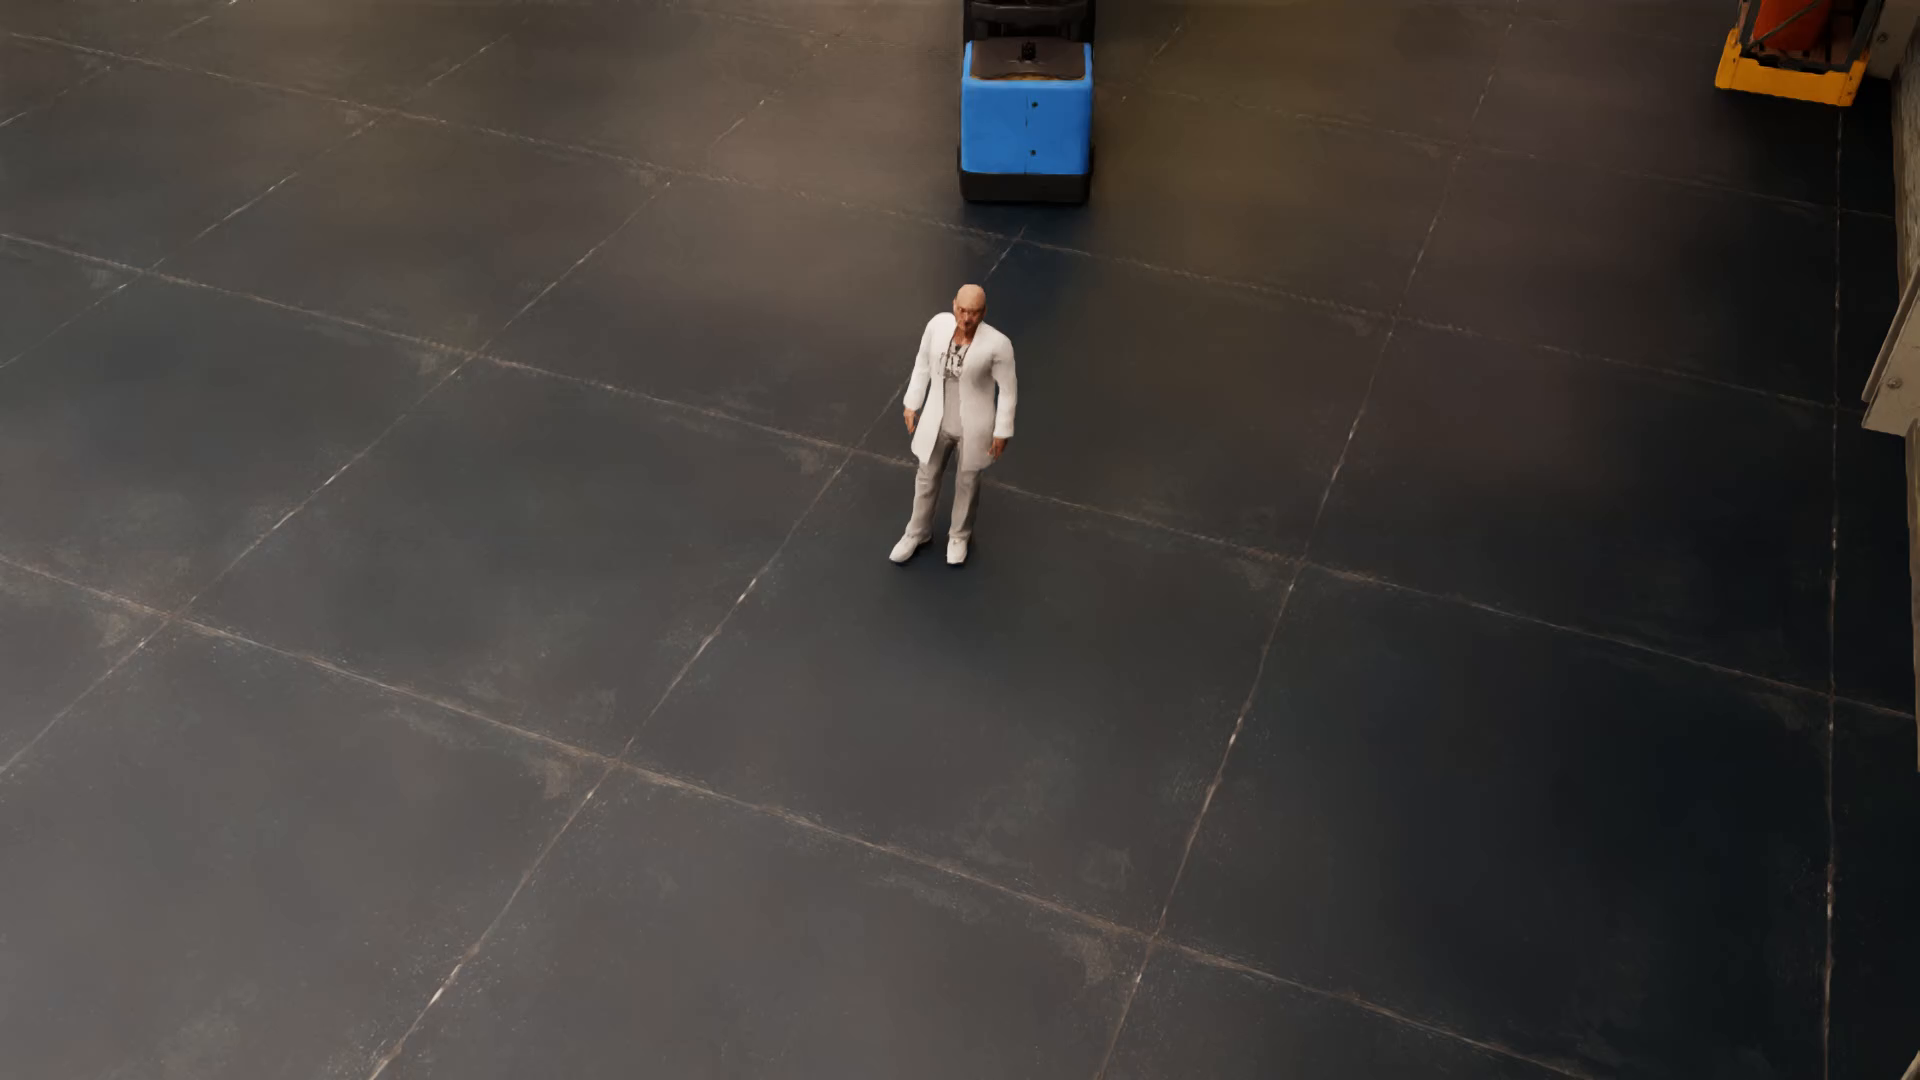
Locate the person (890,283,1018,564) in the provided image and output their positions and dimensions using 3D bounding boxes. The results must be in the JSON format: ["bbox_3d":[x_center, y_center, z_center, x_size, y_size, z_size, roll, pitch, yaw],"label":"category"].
[{"bbox_3d":[-0.039,-0.634,9.651,0.694,1.776,0.579,15,42,17],"label":"person"}]

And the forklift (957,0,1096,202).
[{"bbox_3d":[0.584,-4.785,13.722,1.130,2.935,3.031,2,40,2],"label":"forklift"}]
